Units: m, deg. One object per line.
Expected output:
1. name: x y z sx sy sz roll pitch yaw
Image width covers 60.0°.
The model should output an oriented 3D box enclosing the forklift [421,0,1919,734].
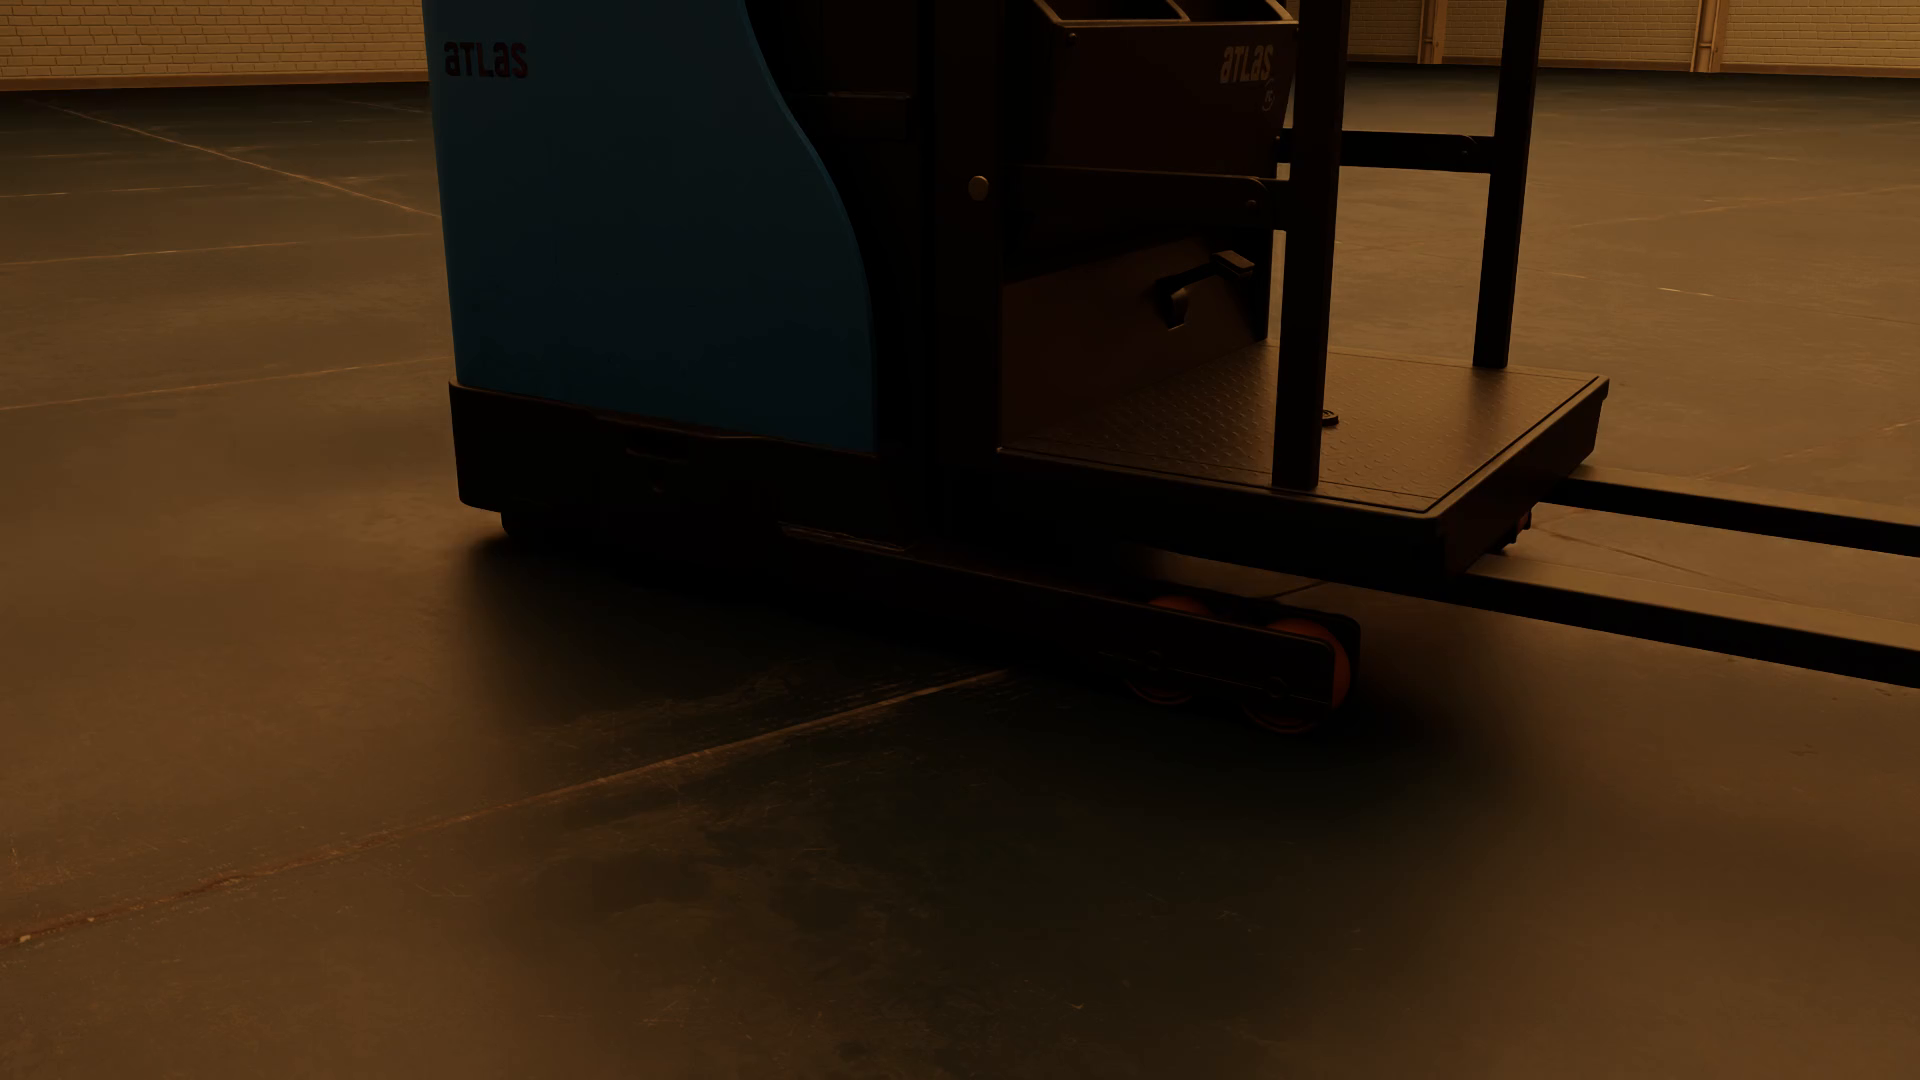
1. forklift: 0.514 -1.298 2.549 3.031 2.935 1.130 11 21 31
